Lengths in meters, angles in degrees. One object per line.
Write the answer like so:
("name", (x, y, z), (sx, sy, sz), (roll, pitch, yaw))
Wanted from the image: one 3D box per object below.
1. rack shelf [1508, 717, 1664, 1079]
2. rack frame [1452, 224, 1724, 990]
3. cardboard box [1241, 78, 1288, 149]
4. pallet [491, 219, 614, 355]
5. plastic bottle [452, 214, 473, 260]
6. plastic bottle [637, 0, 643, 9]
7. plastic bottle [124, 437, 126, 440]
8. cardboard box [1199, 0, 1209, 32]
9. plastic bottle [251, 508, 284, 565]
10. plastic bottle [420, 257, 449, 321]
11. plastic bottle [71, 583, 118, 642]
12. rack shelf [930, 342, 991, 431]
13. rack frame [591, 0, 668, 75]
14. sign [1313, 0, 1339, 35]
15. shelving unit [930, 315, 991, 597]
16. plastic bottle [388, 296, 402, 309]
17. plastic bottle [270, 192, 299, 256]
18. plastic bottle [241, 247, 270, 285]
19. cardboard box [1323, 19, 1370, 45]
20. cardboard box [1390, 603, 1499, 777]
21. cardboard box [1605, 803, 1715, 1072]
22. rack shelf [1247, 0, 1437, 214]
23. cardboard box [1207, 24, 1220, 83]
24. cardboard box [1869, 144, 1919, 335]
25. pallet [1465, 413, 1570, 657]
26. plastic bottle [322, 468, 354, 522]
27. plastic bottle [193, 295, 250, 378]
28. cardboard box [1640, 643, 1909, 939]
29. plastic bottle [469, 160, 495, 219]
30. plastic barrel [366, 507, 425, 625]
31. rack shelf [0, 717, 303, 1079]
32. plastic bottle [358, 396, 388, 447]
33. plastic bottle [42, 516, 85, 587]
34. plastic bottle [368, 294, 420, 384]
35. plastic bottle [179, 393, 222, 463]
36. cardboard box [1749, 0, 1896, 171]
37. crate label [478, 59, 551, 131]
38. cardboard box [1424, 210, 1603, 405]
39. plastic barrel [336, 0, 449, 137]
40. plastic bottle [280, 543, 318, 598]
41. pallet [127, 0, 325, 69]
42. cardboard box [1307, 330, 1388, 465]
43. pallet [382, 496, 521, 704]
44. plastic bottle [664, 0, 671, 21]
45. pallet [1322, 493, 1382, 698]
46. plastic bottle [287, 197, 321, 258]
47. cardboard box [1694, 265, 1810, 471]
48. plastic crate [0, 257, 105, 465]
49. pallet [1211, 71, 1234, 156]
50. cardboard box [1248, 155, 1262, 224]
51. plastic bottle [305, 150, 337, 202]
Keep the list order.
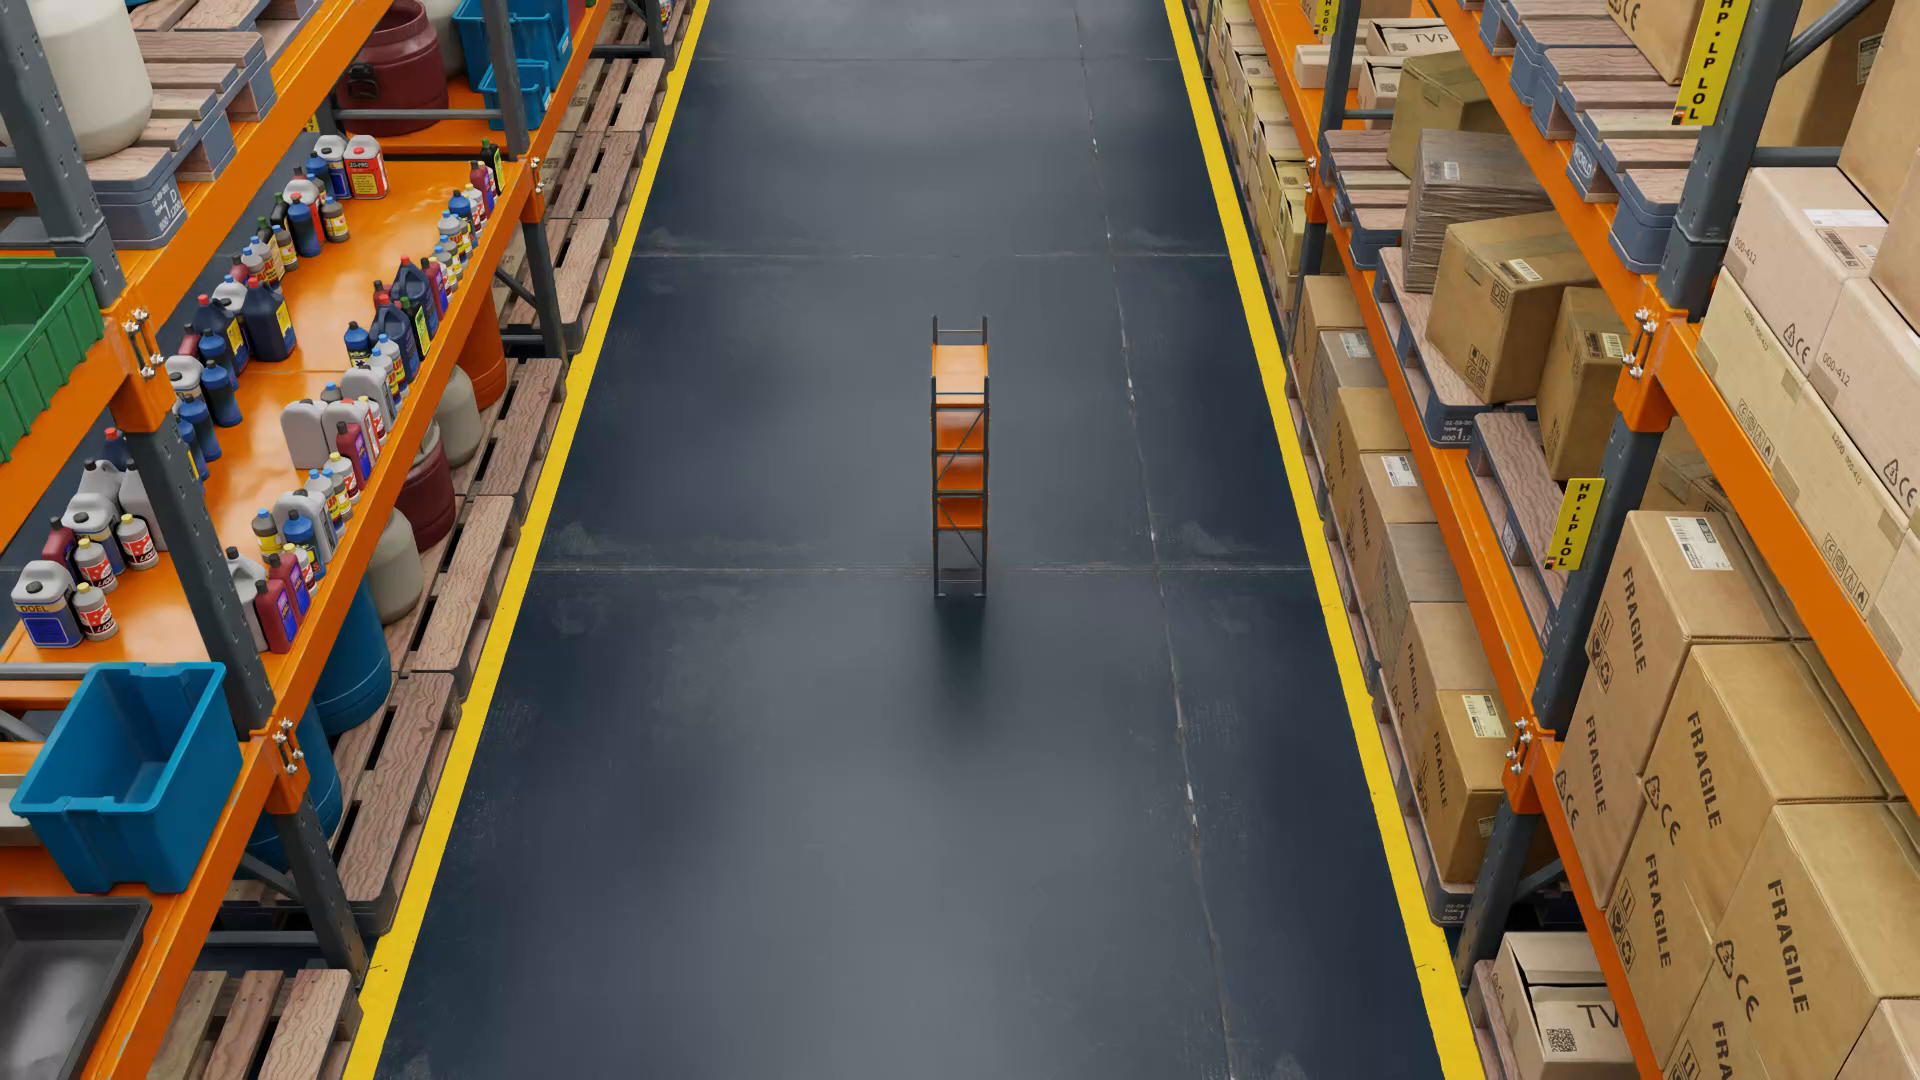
("rack shelf", (2.301, 1.938, 3.753), (1.077, 0.370, 4.000), (0, 39, 0))
("rack frame", (2.299, 0.407, 5.089), (1.000, 3.000, 0.127), (0, 39, 0))
("cardboard box", (2.044, -2.685, 10.362), (0.500, 0.311, 0.500), (1, 39, 1))
("pallet", (-2.621, -1.489, 9.685), (1.003, 0.211, 1.213), (0, 39, 0))
("plastic bottle", (-2.250, -1.364, 7.458), (0.097, 0.201, 0.097), (0, 39, 0))
("plastic bottle", (-2.394, -4.237, 12.651), (0.144, 0.351, 0.185), (0, 39, 0))
("plastic bottle", (-2.979, -0.333, 6.112), (0.152, 0.276, 0.135), (0, 39, 0))
("cardboard box", (2.071, -3.976, 12.422), (0.500, 0.250, 0.500), (0, 39, 0))
("plastic bottle", (-2.399, -0.021, 5.782), (0.097, 0.201, 0.097), (0, 39, 0))
("plastic bottle", (-2.231, -1.080, 7.038), (0.061, 0.283, 0.133), (0, 39, 0))
("plastic bottle", (-2.854, 0.228, 5.471), (0.097, 0.201, 0.097), (0, 39, 0))
("rack shelf", (0.000, -0.671, 7.245), (0.258, 0.148, 0.480), (0, 39, 0))
("rack frame", (-2.664, -4.595, 11.330), (1.000, 3.000, 0.127), (0, 39, 0))
("sign", (1.739, -2.544, 7.845), (0.100, 0.325, 0.005), (0, 39, 0))
("shelving unit", (0.000, -0.365, 7.491), (0.258, 1.200, 0.503), (0, 39, 0))
("plastic bottle", (-2.291, -0.881, 6.790), (0.061, 0.283, 0.133), (0, 39, 0))
("plastic bottle", (-3.027, -1.404, 7.442), (0.061, 0.283, 0.133), (0, 39, 0))
("plastic bottle", (-3.008, -1.122, 7.099), (0.097, 0.271, 0.097), (0, 39, 0))
("cardboard box", (2.236, -2.794, 9.284), (0.380, 0.149, 0.250), (3, 39, 3))
("cardboard box", (2.019, 0.593, 6.504), (0.500, 0.500, 0.500), (0, 39, 0))
("cardboard box", (2.031, 1.007, 4.260), (0.500, 0.500, 0.500), (1, 39, 1))
("rack shelf", (2.292, -3.064, 9.996), (1.077, 0.370, 4.000), (0, 39, 0))
("cardboard box", (2.042, -3.434, 11.745), (0.500, 0.250, 0.500), (-1, 39, -1))
("cardboard box", (2.196, -0.576, 3.037), (0.700, 0.500, 0.500), (0, 39, 0))
("pallet", (2.407, -0.018, 5.773), (1.003, 0.211, 1.213), (0, 39, 0))
("plastic bottle", (-2.247, -0.166, 5.963), (0.097, 0.201, 0.097), (0, 39, 0))
("plastic bottle", (-2.984, -0.836, 6.679), (0.144, 0.351, 0.185), (0, 39, 0))
("cardboard box", (2.019, 0.595, 3.974), (0.500, 0.500, 0.500), (-1, 39, -1))
("plastic bottle", (-2.232, -1.651, 7.750), (0.061, 0.283, 0.133), (0, 39, 0))
("plastic barrel", (-2.550, 0.079, 7.152), (0.421, 0.512, 0.421), (0, 39, 0))
("rack shelf", (-2.652, 1.940, 3.752), (1.077, 0.370, 4.000), (0, 39, 0))
("plastic bottle", (-2.248, -0.456, 6.324), (0.097, 0.201, 0.097), (0, 39, 0))
("plastic bottle", (-3.024, 0.063, 5.612), (0.061, 0.283, 0.133), (0, 39, 0))
("plastic bottle", (-2.272, -0.808, 6.644), (0.144, 0.351, 0.185), (0, 39, 0))
("plastic bottle", (-2.855, -0.427, 6.233), (0.097, 0.271, 0.097), (0, 39, 0))
("cardboard box", (2.372, -1.320, 4.350), (0.600, 0.600, 0.600), (-3, 39, -4))
("crate label", (-2.285, -2.292, 8.590), (0.303, 0.233, 0.416), (0, 39, 0))
("cardboard box", (2.235, -0.901, 6.305), (0.700, 0.500, 0.500), (-9, 40, -11))
("plastic barrel", (-2.963, -2.436, 8.528), (0.600, 0.536, 0.708), (0, 39, 0))
("plastic bottle", (-2.247, 0.101, 5.630), (0.097, 0.201, 0.097), (0, 39, 0))
("pallet", (-2.757, -1.888, 5.705), (1.003, 0.211, 1.213), (0, 39, 0))
("cardboard box", (2.015, -0.678, 8.090), (0.500, 0.500, 0.500), (-1, 39, -2))
("pallet", (-2.618, 0.249, 7.516), (1.003, 0.211, 1.213), (0, 39, 0))
("plastic bottle", (-2.226, -4.001, 12.475), (0.097, 0.201, 0.097), (0, 39, 0))
("pallet", (2.256, 0.222, 7.550), (1.003, 0.211, 1.213), (0, 39, 0))
("plastic bottle", (-2.948, -1.410, 7.460), (0.097, 0.271, 0.097), (0, 39, 0))
("cardboard box", (2.052, -0.401, 3.818), (0.500, 0.250, 0.500), (0, 39, 0))
("plastic crate", (-2.352, -0.415, 3.885), (0.450, 0.188, 0.662), (0, 39, 0))
("pallet", (2.329, -3.047, 11.629), (1.003, 0.211, 1.213), (0, 39, 0))
("cardboard box", (2.048, -2.151, 10.144), (0.500, 0.250, 0.500), (1, 39, 1))
("plastic bottle", (-3.009, -1.700, 7.821), (0.097, 0.271, 0.097), (0, 39, 0))
